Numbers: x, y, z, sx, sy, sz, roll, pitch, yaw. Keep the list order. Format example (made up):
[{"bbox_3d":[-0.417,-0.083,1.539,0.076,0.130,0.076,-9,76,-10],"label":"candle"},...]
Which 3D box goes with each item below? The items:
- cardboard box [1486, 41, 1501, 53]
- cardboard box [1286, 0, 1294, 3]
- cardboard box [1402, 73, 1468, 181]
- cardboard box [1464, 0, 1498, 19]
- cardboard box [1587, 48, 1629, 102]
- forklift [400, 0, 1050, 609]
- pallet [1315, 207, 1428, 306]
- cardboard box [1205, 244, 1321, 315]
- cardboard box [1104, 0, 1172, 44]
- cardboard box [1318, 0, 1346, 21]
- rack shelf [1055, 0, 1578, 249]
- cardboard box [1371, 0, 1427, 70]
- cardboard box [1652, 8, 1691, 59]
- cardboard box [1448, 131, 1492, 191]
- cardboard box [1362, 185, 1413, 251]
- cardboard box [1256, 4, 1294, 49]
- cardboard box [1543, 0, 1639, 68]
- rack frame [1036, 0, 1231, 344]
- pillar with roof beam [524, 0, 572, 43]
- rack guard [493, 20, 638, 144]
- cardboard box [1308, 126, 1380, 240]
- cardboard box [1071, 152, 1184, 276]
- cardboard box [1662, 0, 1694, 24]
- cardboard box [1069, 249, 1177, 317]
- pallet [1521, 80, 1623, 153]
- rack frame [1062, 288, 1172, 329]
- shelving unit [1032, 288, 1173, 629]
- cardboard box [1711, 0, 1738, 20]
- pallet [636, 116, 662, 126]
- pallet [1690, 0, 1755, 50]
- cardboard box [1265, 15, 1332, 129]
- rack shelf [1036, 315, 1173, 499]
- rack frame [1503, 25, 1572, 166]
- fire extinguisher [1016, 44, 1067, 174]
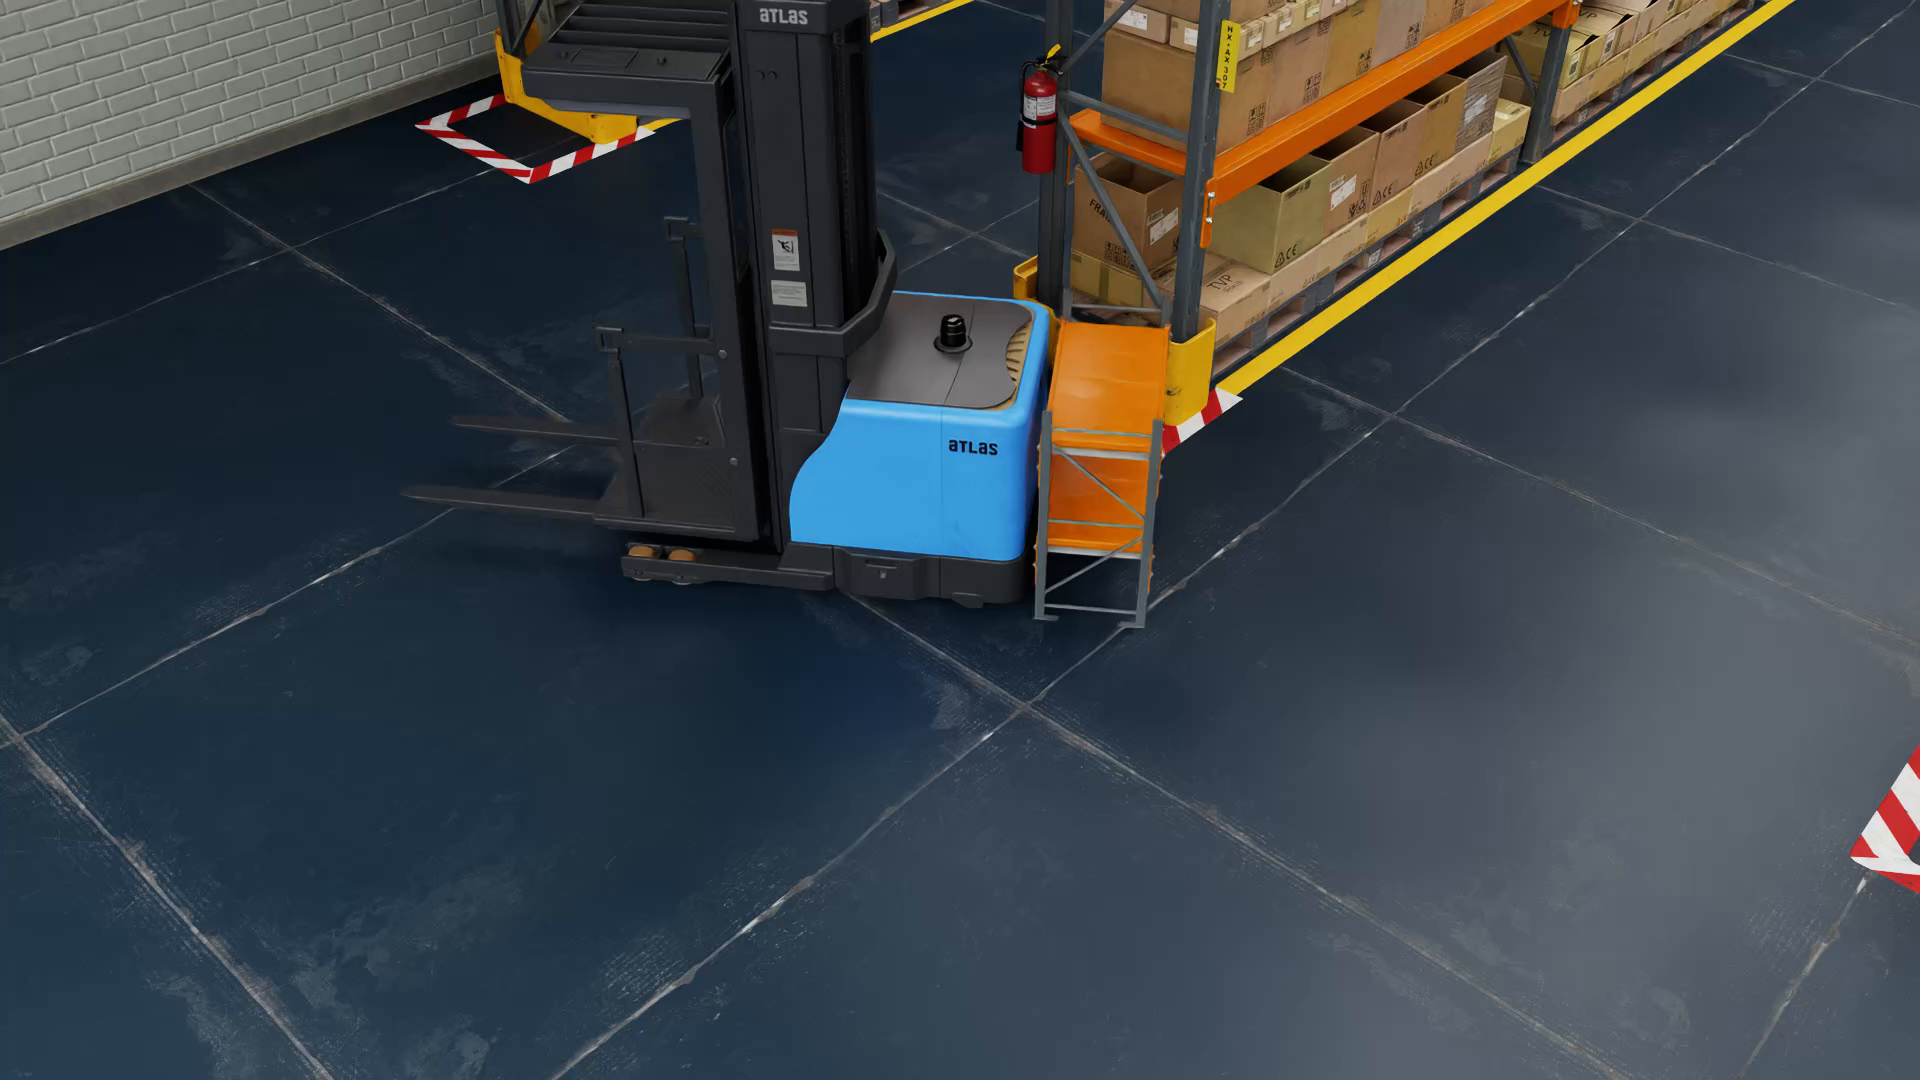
[{"bbox_3d":[3.590,-3.547,11.505,0.500,0.311,0.500,30,47,32],"label":"cardboard box"},{"bbox_3d":[1.541,-3.119,8.423,0.700,0.500,0.500,28,46,31],"label":"cardboard box"},{"bbox_3d":[2.697,-2.553,10.104,0.500,0.500,0.500,30,47,32],"label":"cardboard box"},{"bbox_3d":[2.883,-3.520,9.970,0.700,0.500,0.500,29,47,31],"label":"cardboard box"},{"bbox_3d":[4.330,-3.336,11.691,0.500,0.250,0.500,31,48,33],"label":"cardboard box"},{"bbox_3d":[-1.134,-1.255,7.257,3.031,2.935,1.130,5,39,7],"label":"forklift"},{"bbox_3d":[2.138,-1.930,10.291,1.003,0.211,1.213,30,47,32],"label":"pallet"},{"bbox_3d":[1.691,-1.567,9.466,0.500,0.250,0.500,30,47,32],"label":"cardboard box"},{"bbox_3d":[0.947,-2.643,8.346,0.380,0.149,0.250,29,47,31],"label":"cardboard box"},{"bbox_3d":[1.771,-2.829,8.580,0.380,0.149,0.250,29,47,31],"label":"cardboard box"},{"bbox_3d":[2.180,-2.732,9.637,1.077,0.370,4.000,30,47,32],"label":"rack shelf"},{"bbox_3d":[2.197,-3.055,9.386,0.700,0.500,0.500,31,48,33],"label":"cardboard box"},{"bbox_3d":[5.021,-3.809,12.285,0.500,0.250,0.500,31,48,33],"label":"cardboard box"},{"bbox_3d":[3.033,-2.490,10.627,0.500,0.250,0.500,30,47,32],"label":"cardboard box"},{"bbox_3d":[2.369,-2.024,10.041,0.500,0.250,0.500,30,47,32],"label":"cardboard box"},{"bbox_3d":[1.430,-2.600,8.292,0.380,0.149,0.250,28,46,31],"label":"cardboard box"},{"bbox_3d":[4.333,-3.553,11.513,0.500,0.311,0.500,29,47,31],"label":"cardboard box"},{"bbox_3d":[0.830,-2.095,8.258,1.000,3.000,0.127,30,47,32],"label":"rack frame"},{"bbox_3d":[0.183,-5.398,7.592,9.100,9.000,0.400,30,47,32],"label":"pillar with roof beam"},{"bbox_3d":[-2.778,-3.230,11.694,1.175,0.500,0.348,30,47,32],"label":"rack guard"},{"bbox_3d":[2.020,-2.095,9.528,0.500,0.500,0.500,30,47,32],"label":"cardboard box"},{"bbox_3d":[0.972,-1.848,9.217,0.500,0.500,0.500,30,47,32],"label":"cardboard box"},{"bbox_3d":[5.028,-4.032,12.116,0.500,0.311,0.500,31,48,33],"label":"cardboard box"},{"bbox_3d":[0.974,-1.553,9.449,0.500,0.250,0.500,30,47,32],"label":"cardboard box"},{"bbox_3d":[3.997,-3.196,11.883,1.003,0.211,1.213,30,47,32],"label":"pallet"},{"bbox_3d":[0.724,-0.695,8.004,0.500,1.125,0.032,5,39,6],"label":"rack frame"},{"bbox_3d":[0.656,-0.381,7.610,0.538,1.125,1.048,5,39,6],"label":"shelving unit"},{"bbox_3d":[5.707,-4.276,12.873,0.500,0.250,0.500,29,47,31],"label":"cardboard box"},{"bbox_3d":[-2.203,-3.475,12.234,1.003,0.211,1.213,30,47,32],"label":"pallet"},{"bbox_3d":[5.643,-4.317,13.293,1.003,0.211,1.213,30,47,32],"label":"pallet"},{"bbox_3d":[1.505,-2.586,8.796,0.700,0.500,0.500,31,48,33],"label":"cardboard box"},{"bbox_3d":[0.656,-0.611,7.427,0.538,0.278,1.000,5,39,6],"label":"rack shelf"},{"bbox_3d":[3.529,-3.933,10.569,1.000,3.000,0.127,30,47,32],"label":"rack frame"},{"bbox_3d":[0.408,-2.205,8.459,0.296,0.674,0.183,30,47,32],"label":"fire extinguisher"}]
